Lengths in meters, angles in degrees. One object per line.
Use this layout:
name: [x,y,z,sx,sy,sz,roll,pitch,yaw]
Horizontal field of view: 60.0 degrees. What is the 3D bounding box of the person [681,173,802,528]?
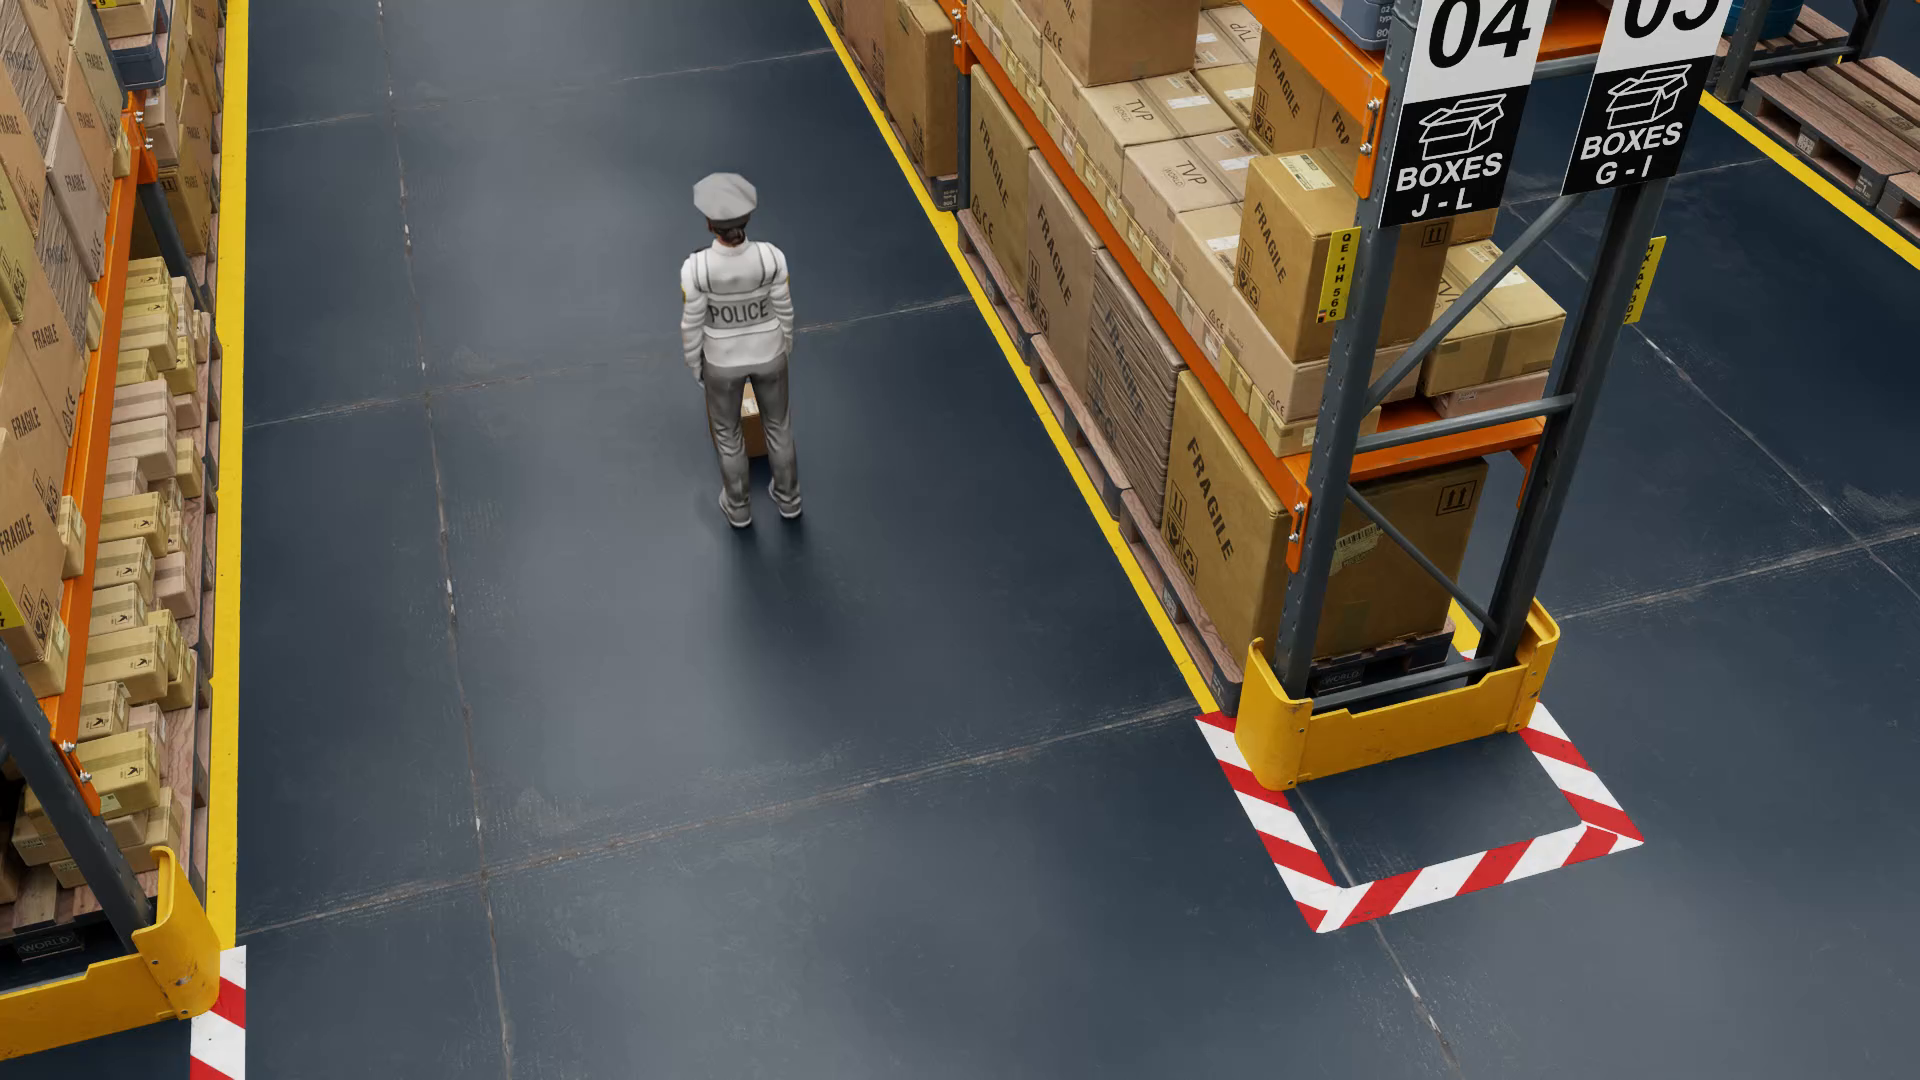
person: [-0.923,-0.770,6.996,0.466,1.675,0.334,-11,44,-12]
